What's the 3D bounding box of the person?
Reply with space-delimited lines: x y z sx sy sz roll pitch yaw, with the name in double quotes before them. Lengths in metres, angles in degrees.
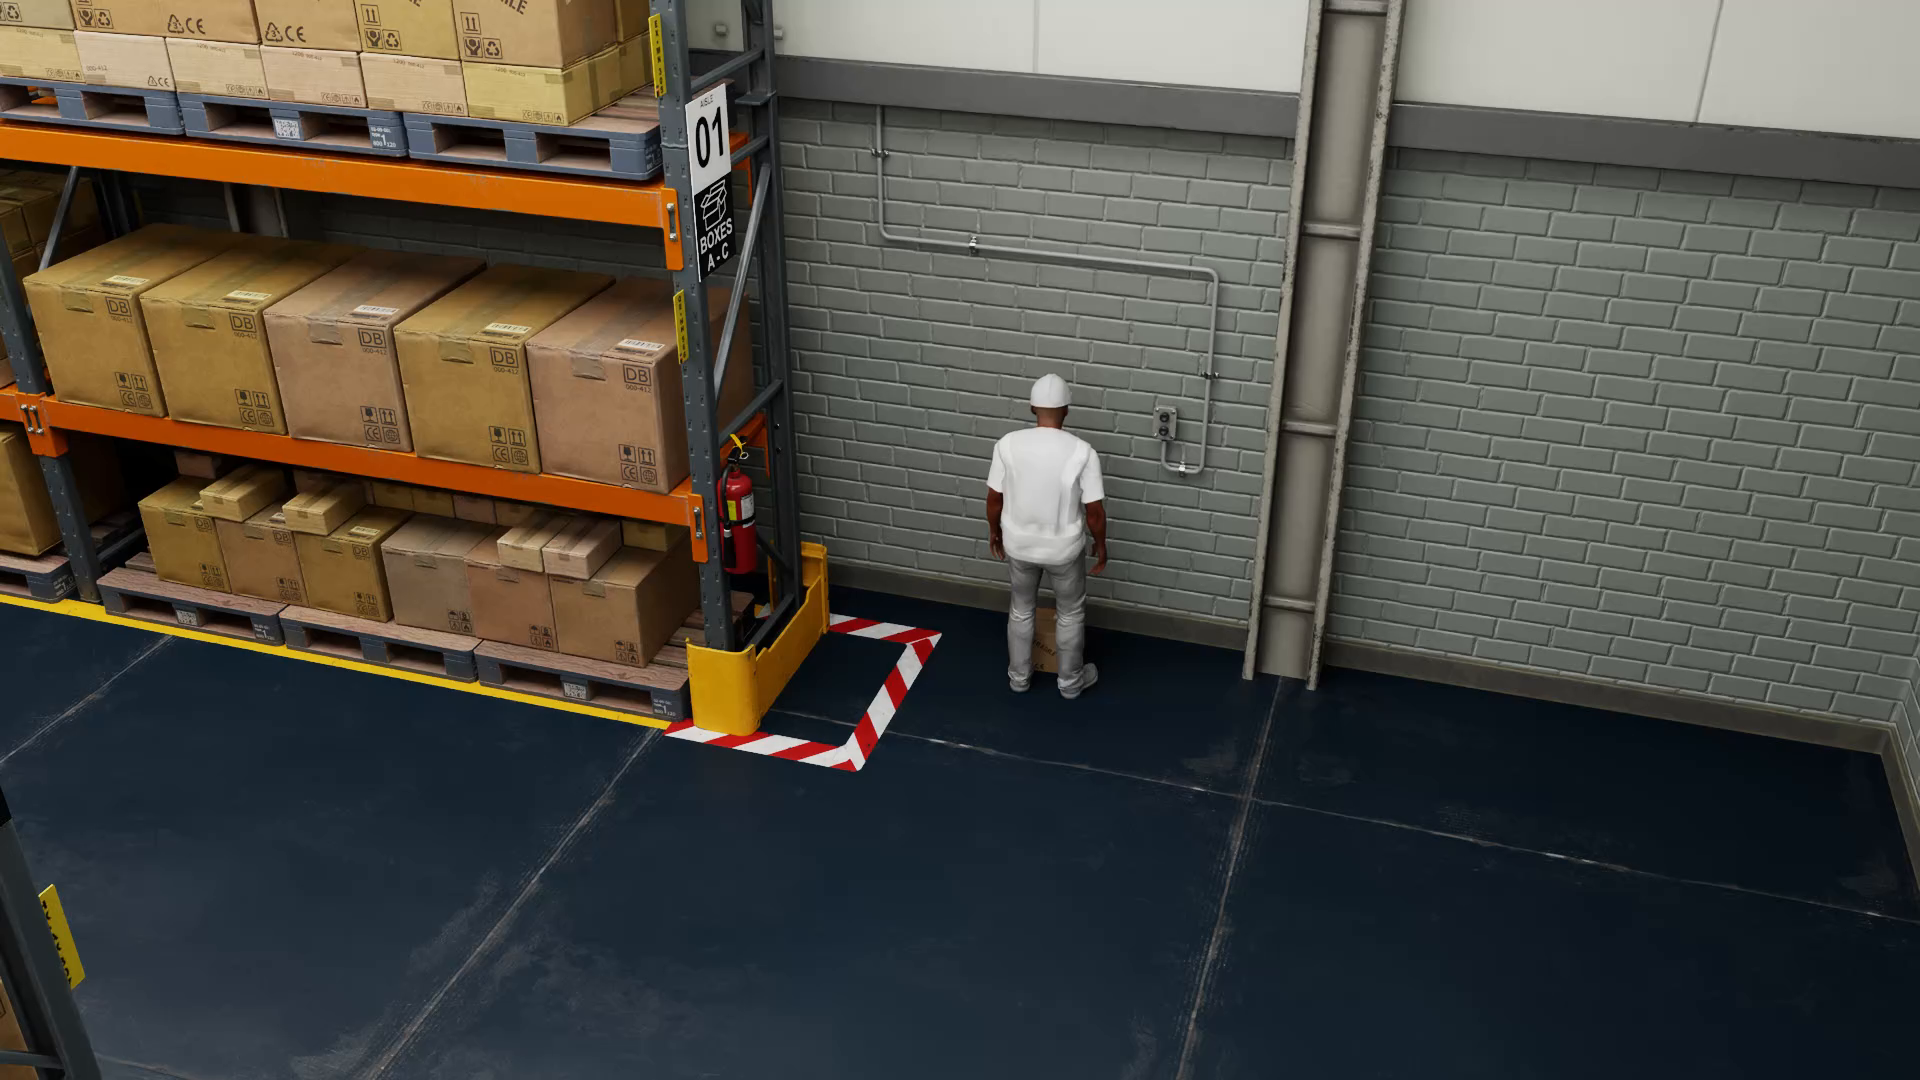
"person" 0.447 -0.002 8.494 0.627 1.760 0.460 9 30 15
